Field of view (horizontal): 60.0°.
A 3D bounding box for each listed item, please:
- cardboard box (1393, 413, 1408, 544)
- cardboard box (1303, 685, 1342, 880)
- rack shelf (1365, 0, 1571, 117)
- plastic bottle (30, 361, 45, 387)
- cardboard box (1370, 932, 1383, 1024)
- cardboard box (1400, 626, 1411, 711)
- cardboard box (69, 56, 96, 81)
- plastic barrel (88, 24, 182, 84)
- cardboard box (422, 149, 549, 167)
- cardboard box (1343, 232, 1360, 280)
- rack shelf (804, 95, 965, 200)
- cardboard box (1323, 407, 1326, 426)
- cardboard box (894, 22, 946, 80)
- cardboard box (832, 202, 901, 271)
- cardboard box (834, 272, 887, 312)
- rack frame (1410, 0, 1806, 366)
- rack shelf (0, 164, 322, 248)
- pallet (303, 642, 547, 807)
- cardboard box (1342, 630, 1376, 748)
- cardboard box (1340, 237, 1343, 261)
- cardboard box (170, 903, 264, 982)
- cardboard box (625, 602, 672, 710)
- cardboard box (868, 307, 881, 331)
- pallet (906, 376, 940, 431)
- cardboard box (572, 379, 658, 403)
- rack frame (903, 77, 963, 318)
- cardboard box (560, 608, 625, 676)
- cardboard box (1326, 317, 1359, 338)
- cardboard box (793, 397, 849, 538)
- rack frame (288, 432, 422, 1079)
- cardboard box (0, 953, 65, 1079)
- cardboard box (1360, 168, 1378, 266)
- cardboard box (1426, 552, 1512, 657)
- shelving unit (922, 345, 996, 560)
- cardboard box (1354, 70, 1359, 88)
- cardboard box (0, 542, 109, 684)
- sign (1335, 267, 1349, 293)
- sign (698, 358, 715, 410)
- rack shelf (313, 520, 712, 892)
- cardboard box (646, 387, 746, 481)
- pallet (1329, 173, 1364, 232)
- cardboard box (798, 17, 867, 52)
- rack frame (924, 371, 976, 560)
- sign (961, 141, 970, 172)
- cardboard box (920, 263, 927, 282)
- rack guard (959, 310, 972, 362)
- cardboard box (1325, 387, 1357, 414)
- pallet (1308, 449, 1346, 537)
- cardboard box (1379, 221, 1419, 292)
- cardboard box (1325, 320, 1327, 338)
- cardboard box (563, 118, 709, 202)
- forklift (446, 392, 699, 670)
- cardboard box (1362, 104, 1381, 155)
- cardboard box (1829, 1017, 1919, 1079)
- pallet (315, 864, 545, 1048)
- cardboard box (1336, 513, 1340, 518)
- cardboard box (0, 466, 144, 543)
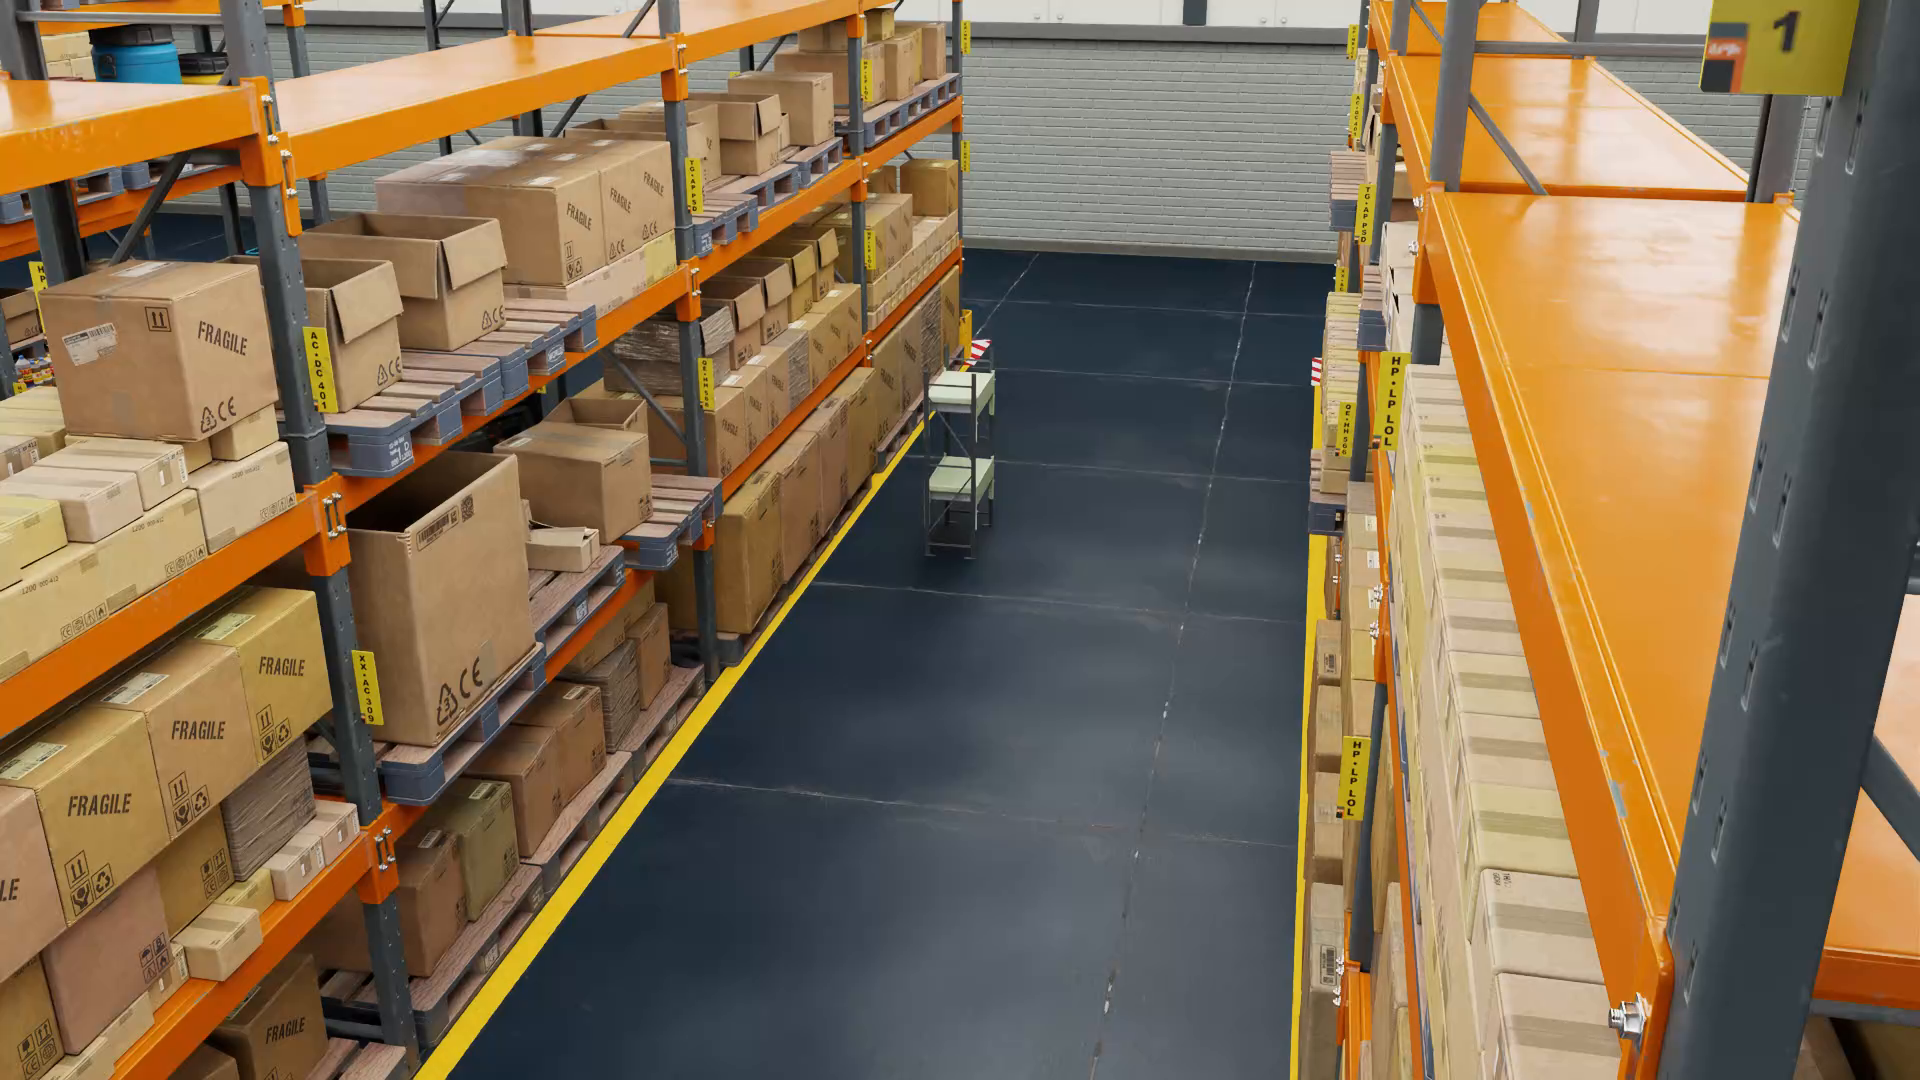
[{"bbox_3d":[1.539,-0.169,4.850,0.500,0.250,0.500,5,22,11],"label":"cardboard box"},{"bbox_3d":[2.342,1.296,8.570,1.050,0.750,0.750,5,22,12],"label":"cardboard box"},{"bbox_3d":[3.137,-3.084,10.463,1.077,0.370,4.000,4,22,11],"label":"rack shelf"},{"bbox_3d":[-7.102,-1.273,12.765,0.097,0.201,0.097,0,22,0],"label":"plastic bottle"},{"bbox_3d":[1.849,1.441,5.561,0.875,0.550,0.550,4,22,11],"label":"cardboard box"},{"bbox_3d":[1.300,0.338,4.125,0.380,0.149,0.250,4,22,10],"label":"cardboard box"},{"bbox_3d":[-10.017,-5.300,18.683,0.500,0.250,0.500,4,22,11],"label":"cardboard box"},{"bbox_3d":[-6.337,-3.527,12.848,0.600,0.901,0.708,4,22,11],"label":"plastic barrel"},{"bbox_3d":[-2.561,-1.836,9.079,0.500,0.500,0.500,5,22,11],"label":"cardboard box"},{"bbox_3d":[3.376,-2.392,13.408,0.500,0.500,0.500,4,22,9],"label":"cardboard box"},{"bbox_3d":[-0.882,-3.756,15.612,1.077,0.370,4.000,4,22,11],"label":"rack shelf"},{"bbox_3d":[2.540,-0.806,10.715,0.380,0.149,0.250,5,22,11],"label":"cardboard box"},{"bbox_3d":[-0.527,-4.914,16.695,0.700,0.500,0.500,3,22,8],"label":"cardboard box"},{"bbox_3d":[-0.834,-2.718,14.886,0.500,0.500,0.500,4,22,11],"label":"cardboard box"},{"bbox_3d":[-0.937,-2.187,14.571,0.500,0.250,0.500,4,22,10],"label":"cardboard box"},{"bbox_3d":[1.913,-1.409,4.805,1.000,3.000,0.127,4,22,11],"label":"rack frame"},{"bbox_3d":[-6.547,-2.670,12.917,1.077,0.370,4.000,4,22,11],"label":"rack shelf"},{"bbox_3d":[-2.624,0.780,7.659,1.003,0.211,1.213,4,22,11],"label":"pallet"},{"bbox_3d":[1.964,0.747,7.350,0.500,0.500,0.500,5,22,11],"label":"cardboard box"},{"bbox_3d":[3.803,-2.680,15.460,0.500,0.500,0.500,5,22,12],"label":"cardboard box"},{"bbox_3d":[-2.790,1.454,6.064,0.380,0.149,0.250,4,22,11],"label":"cardboard box"},{"bbox_3d":[-2.223,0.698,10.362,0.700,0.500,0.500,3,22,8],"label":"cardboard box"},{"bbox_3d":[-0.904,-1.933,14.474,0.380,0.149,0.250,5,22,11],"label":"cardboard box"},{"bbox_3d":[-0.811,-1.393,16.529,1.003,0.211,1.213,4,22,11],"label":"pallet"},{"bbox_3d":[-2.248,-0.749,11.065,0.500,0.500,0.500,5,23,13],"label":"cardboard box"},{"bbox_3d":[-0.474,-3.429,17.854,1.000,3.000,0.127,4,22,11],"label":"rack frame"},{"bbox_3d":[-2.312,0.546,9.736,0.500,0.250,0.500,7,23,17],"label":"cardboard box"},{"bbox_3d":[2.856,-1.510,12.065,0.380,0.149,0.250,4,22,10],"label":"cardboard box"},{"bbox_3d":[-1.582,-0.613,13.143,1.225,0.875,0.875,4,22,9],"label":"cardboard box"},{"bbox_3d":[-2.922,0.959,6.957,1.000,3.000,0.127,4,22,11],"label":"rack frame"},{"bbox_3d":[-3.357,1.485,5.119,0.875,0.500,0.500,4,22,11],"label":"cardboard box"},{"bbox_3d":[2.686,-1.938,10.003,0.500,0.500,0.500,4,22,11],"label":"cardboard box"},{"bbox_3d":[1.195,0.152,3.519,0.380,0.149,0.250,4,22,11],"label":"cardboard box"},{"bbox_3d":[-0.001,-0.693,13.067,0.431,1.500,0.755,4,22,11],"label":"shelving unit"},{"bbox_3d":[3.797,-4.053,14.917,0.500,0.250,0.500,5,22,12],"label":"cardboard box"},{"bbox_3d":[-2.975,0.201,5.025,0.500,0.250,0.500,4,22,11],"label":"cardboard box"},{"bbox_3d":[3.012,-1.992,13.125,0.100,0.325,0.005,4,22,11],"label":"sign"},{"bbox_3d":[-1.573,-0.966,10.293,0.100,0.325,0.005,4,22,11],"label":"sign"},{"bbox_3d":[-2.514,0.561,8.907,1.077,0.370,4.000,4,22,11],"label":"rack shelf"},{"bbox_3d":[-1.740,-0.707,10.960,0.500,0.500,0.500,5,22,12],"label":"cardboard box"},{"bbox_3d":[3.106,-2.259,11.183,1.213,0.211,1.003,4,22,11],"label":"pallet"},{"bbox_3d":[-1.092,-4.337,14.258,0.500,0.250,0.500,3,22,7],"label":"cardboard box"},{"bbox_3d":[-0.076,-0.559,12.735,0.400,1.500,0.023,4,22,11],"label":"rack frame"},{"bbox_3d":[0.055,-4.030,17.478,0.100,0.325,0.005,4,22,11],"label":"sign"},{"bbox_3d":[-0.536,-2.599,16.127,0.380,0.149,0.250,5,22,12],"label":"cardboard box"},{"bbox_3d":[-0.469,-2.279,18.342,1.175,0.500,0.348,4,22,11],"label":"rack guard"},{"bbox_3d":[2.487,-0.845,10.413,0.380,0.149,0.250,5,23,13],"label":"cardboard box"},{"bbox_3d":[2.770,-0.268,10.262,1.213,0.211,1.003,4,22,11],"label":"pallet"},{"bbox_3d":[2.366,-1.432,8.302,0.500,0.311,0.500,4,22,11],"label":"cardboard box"},{"bbox_3d":[2.964,-1.564,12.597,0.380,0.149,0.250,4,22,10],"label":"cardboard box"},{"bbox_3d":[-2.052,-2.366,10.498,0.797,0.503,0.637,6,23,14],"label":"cardboard box"},{"bbox_3d":[-3.058,-0.607,10.938,3.031,2.935,1.130,17,28,37],"label":"forklift"},{"bbox_3d":[3.101,-2.631,11.155,0.797,0.503,0.637,4,22,10],"label":"cardboard box"},{"bbox_3d":[1.549,0.793,2.460,0.500,0.250,0.500,4,22,10],"label":"cardboard box"},{"bbox_3d":[-2.765,1.968,8.185,1.003,0.211,1.213,4,22,11],"label":"pallet"},{"bbox_3d":[2.823,-0.112,11.397,0.500,0.250,0.500,5,22,12],"label":"cardboard box"},{"bbox_3d":[-2.847,-0.115,5.275,0.380,0.149,0.250,4,22,9],"label":"cardboard box"}]
